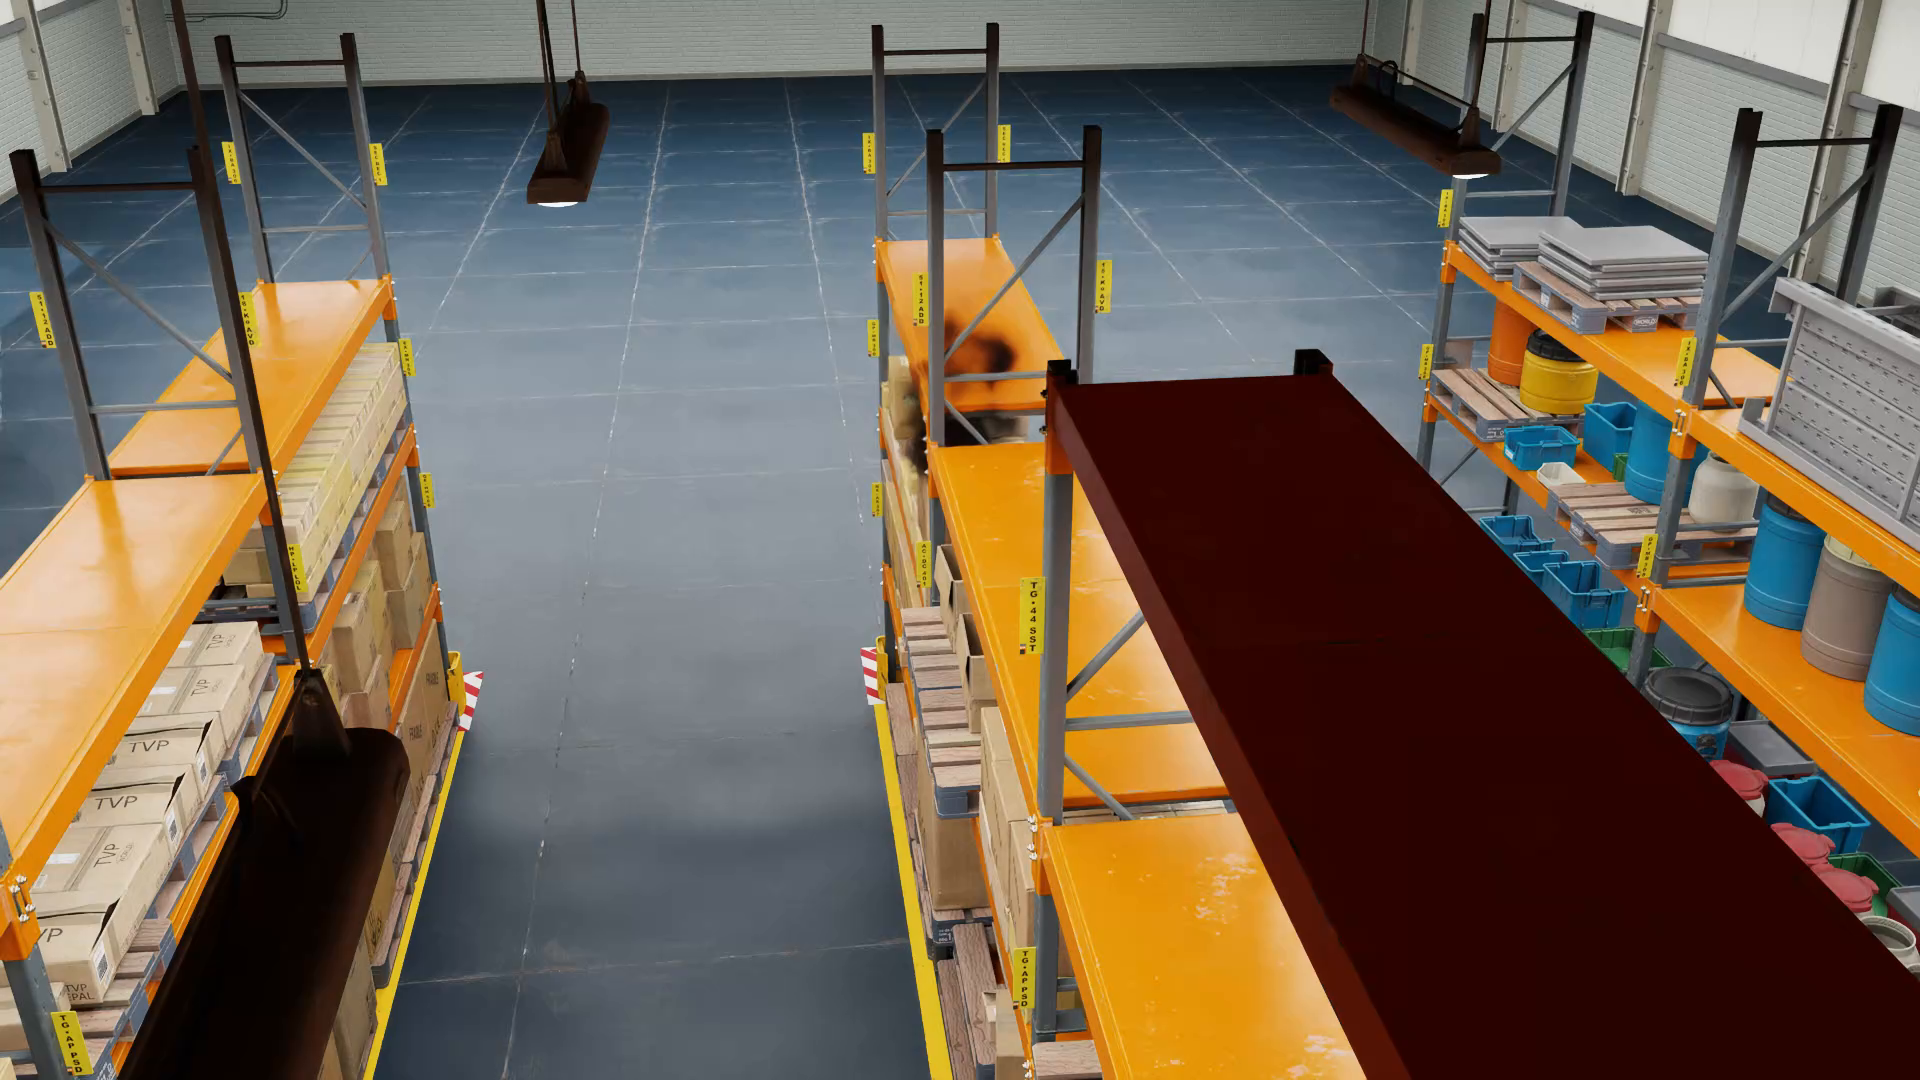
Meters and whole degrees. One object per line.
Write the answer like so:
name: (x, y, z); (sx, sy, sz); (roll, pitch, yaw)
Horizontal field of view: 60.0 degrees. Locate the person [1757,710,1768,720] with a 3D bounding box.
person: (6.635, 1.434, 13.418); (0.613, 1.823, 0.894); (-6, 26, -13)
